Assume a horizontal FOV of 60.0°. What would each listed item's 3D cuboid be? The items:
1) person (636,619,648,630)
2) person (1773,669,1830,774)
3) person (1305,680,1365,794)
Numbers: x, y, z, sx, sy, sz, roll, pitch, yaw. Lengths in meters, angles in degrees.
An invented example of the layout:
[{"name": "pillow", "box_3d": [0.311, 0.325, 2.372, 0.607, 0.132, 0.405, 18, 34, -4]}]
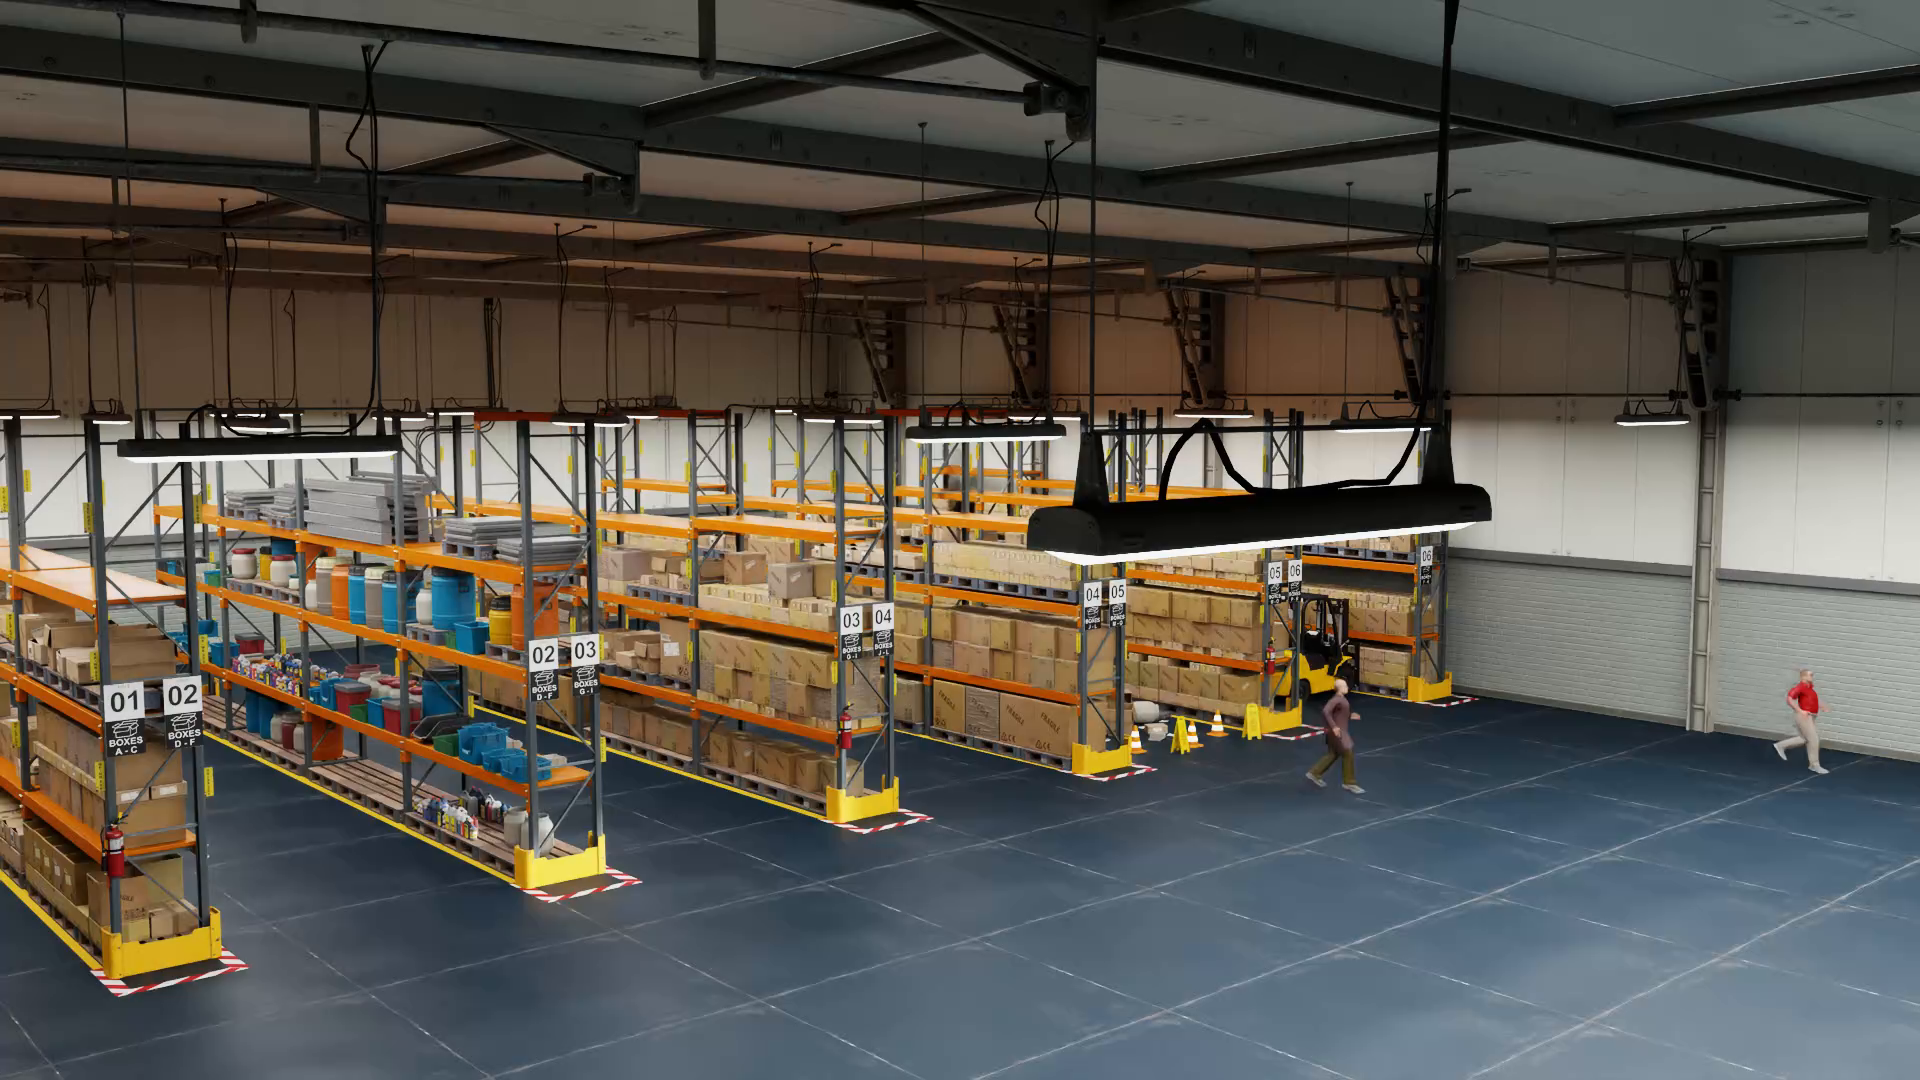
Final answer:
[{"name": "person", "box_3d": [-7.956, 1.929, 41.619, 0.506, 1.510, 0.631, 1, 5, 6]}, {"name": "person", "box_3d": [14.196, 3.033, 28.018, 0.903, 1.727, 0.663, 4, 6, 38]}, {"name": "person", "box_3d": [5.991, 3.114, 26.499, 0.938, 1.808, 0.703, 1, 5, 8]}]
